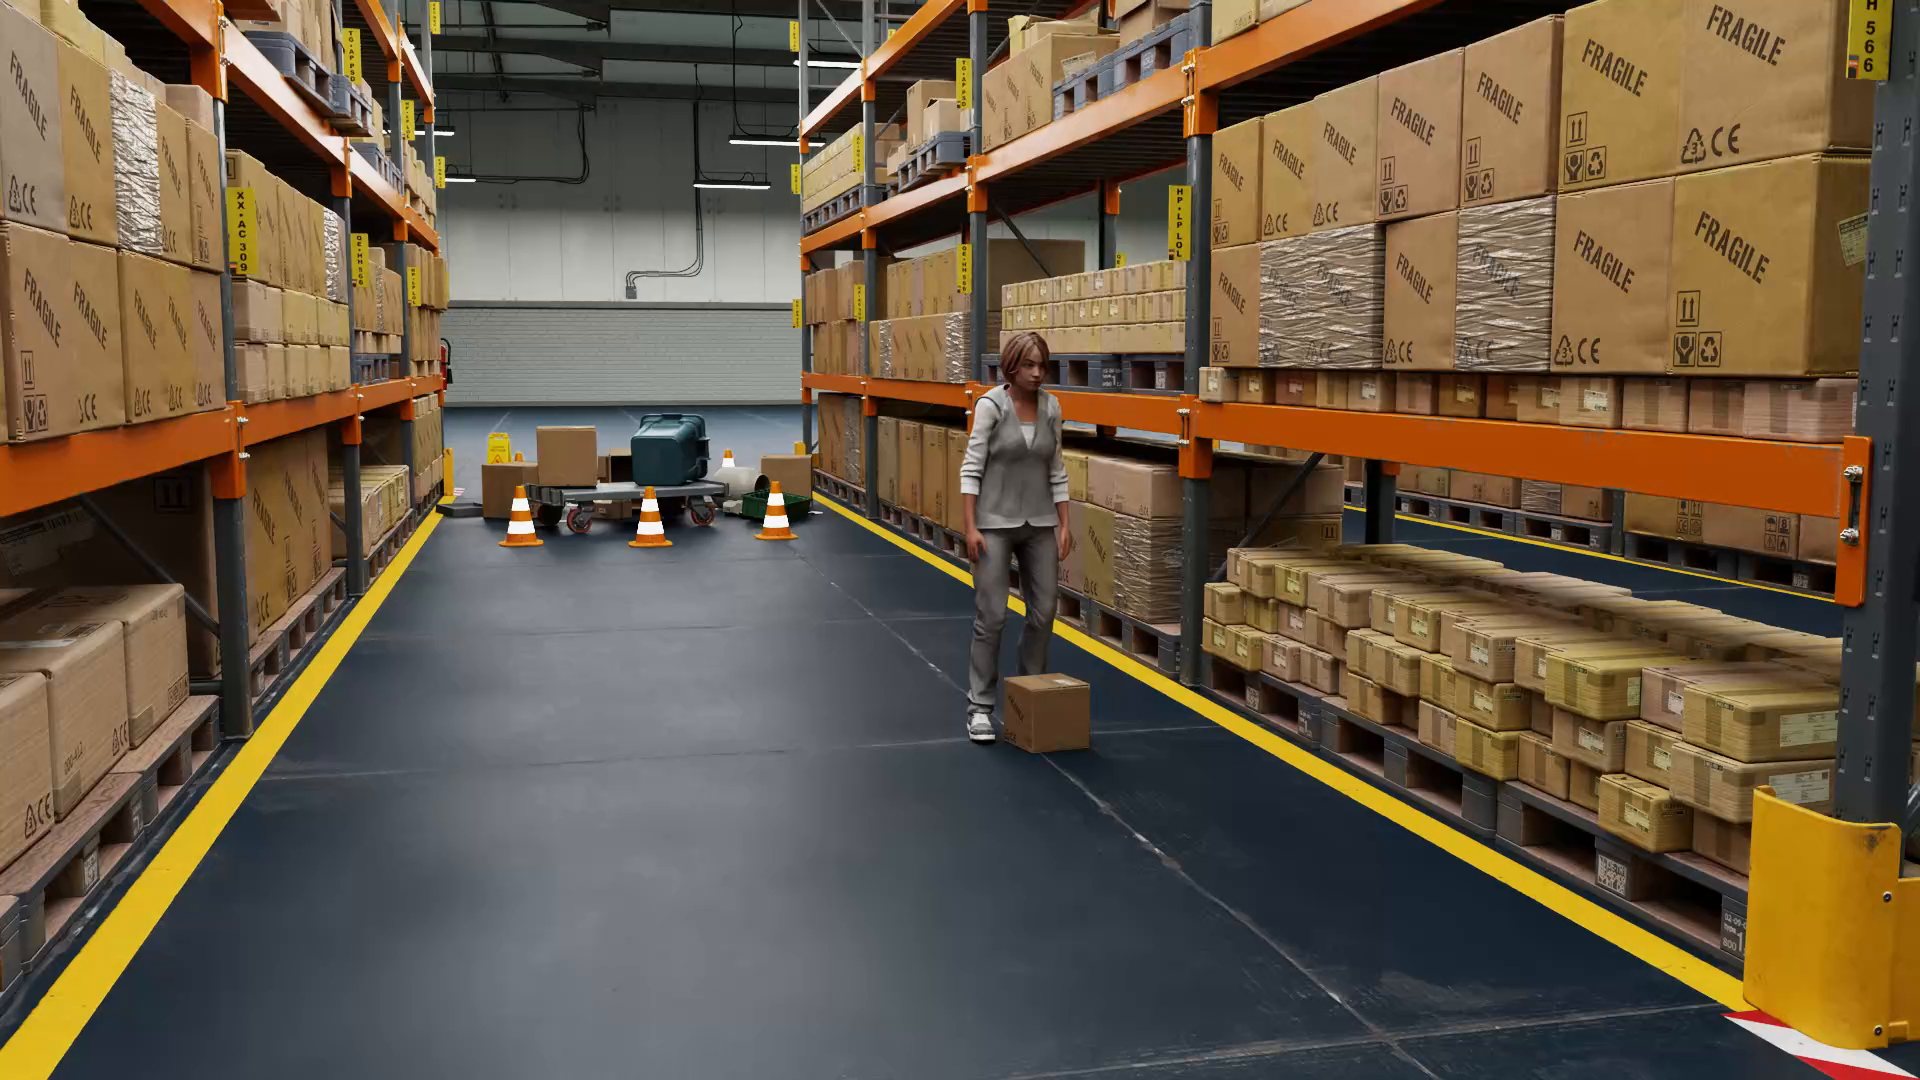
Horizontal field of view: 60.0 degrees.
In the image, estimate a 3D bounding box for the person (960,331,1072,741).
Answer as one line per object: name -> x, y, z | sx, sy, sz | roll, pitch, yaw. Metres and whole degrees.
person -> 0.224, -0.022, 6.576 | 0.462, 1.593, 0.343 | -3, 7, -22
